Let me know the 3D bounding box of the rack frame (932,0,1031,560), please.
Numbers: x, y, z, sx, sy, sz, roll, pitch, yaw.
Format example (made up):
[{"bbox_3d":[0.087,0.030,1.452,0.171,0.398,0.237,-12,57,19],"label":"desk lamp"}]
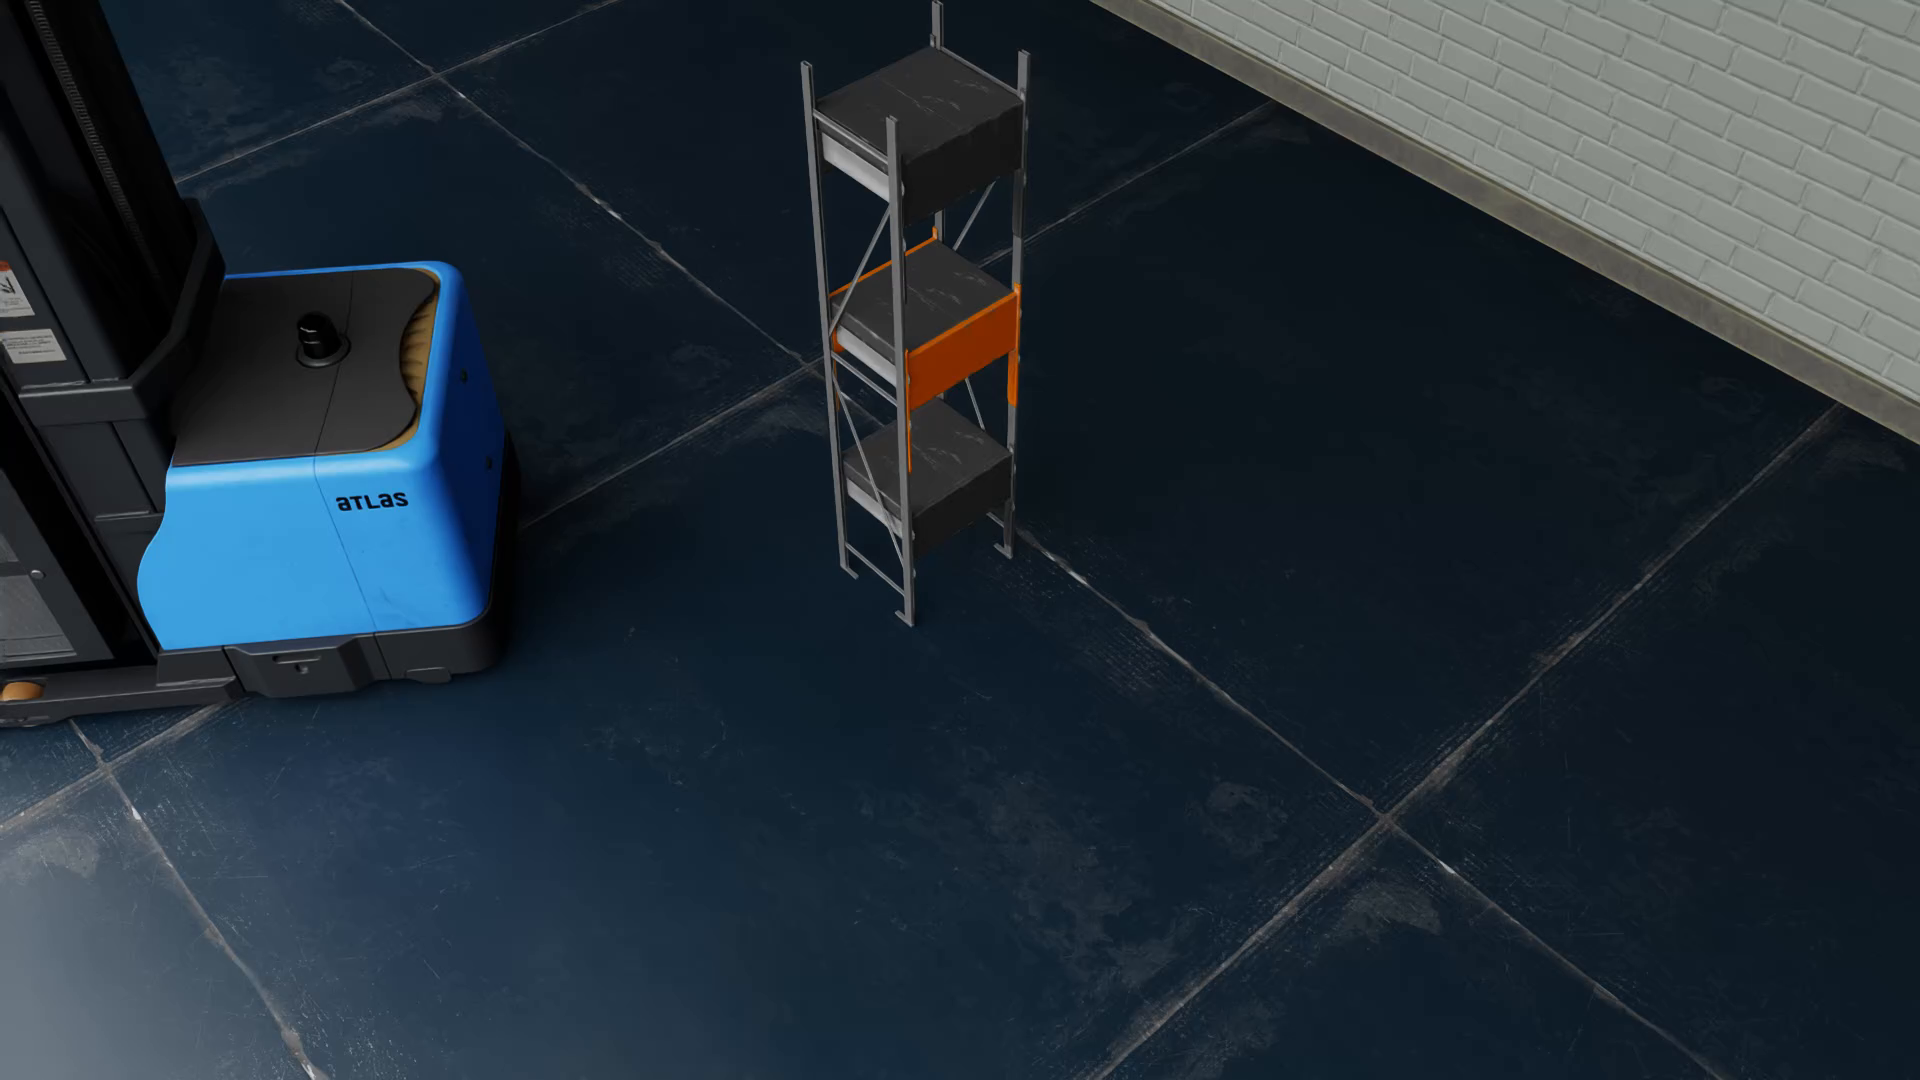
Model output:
[{"bbox_3d":[0.058,-0.751,5.514,0.015,2.100,0.400,-34,56,-27],"label":"rack frame"}]

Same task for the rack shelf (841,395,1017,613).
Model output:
[{"bbox_3d":[-0.122,-0.146,5.927,0.480,0.518,0.431,-34,56,-27],"label":"rack shelf"}]

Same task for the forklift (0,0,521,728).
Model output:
[{"bbox_3d":[-3.139,-0.754,4.952,3.031,2.935,1.130,-5,47,-4],"label":"forklift"}]

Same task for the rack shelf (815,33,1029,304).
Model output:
[{"bbox_3d":[-0.122,-1.096,4.898,0.480,0.518,0.431,-34,56,-27],"label":"rack shelf"}]

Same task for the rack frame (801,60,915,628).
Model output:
[{"bbox_3d":[-0.303,-0.510,5.291,0.015,2.100,0.400,-34,56,-27],"label":"rack frame"}]

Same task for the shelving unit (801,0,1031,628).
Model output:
[{"bbox_3d":[-0.122,-0.630,5.403,0.503,2.100,0.431,-34,56,-27],"label":"shelving unit"}]

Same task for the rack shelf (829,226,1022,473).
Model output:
[{"bbox_3d":[-0.122,-0.621,5.413,0.480,0.518,0.431,-34,56,-27],"label":"rack shelf"}]
